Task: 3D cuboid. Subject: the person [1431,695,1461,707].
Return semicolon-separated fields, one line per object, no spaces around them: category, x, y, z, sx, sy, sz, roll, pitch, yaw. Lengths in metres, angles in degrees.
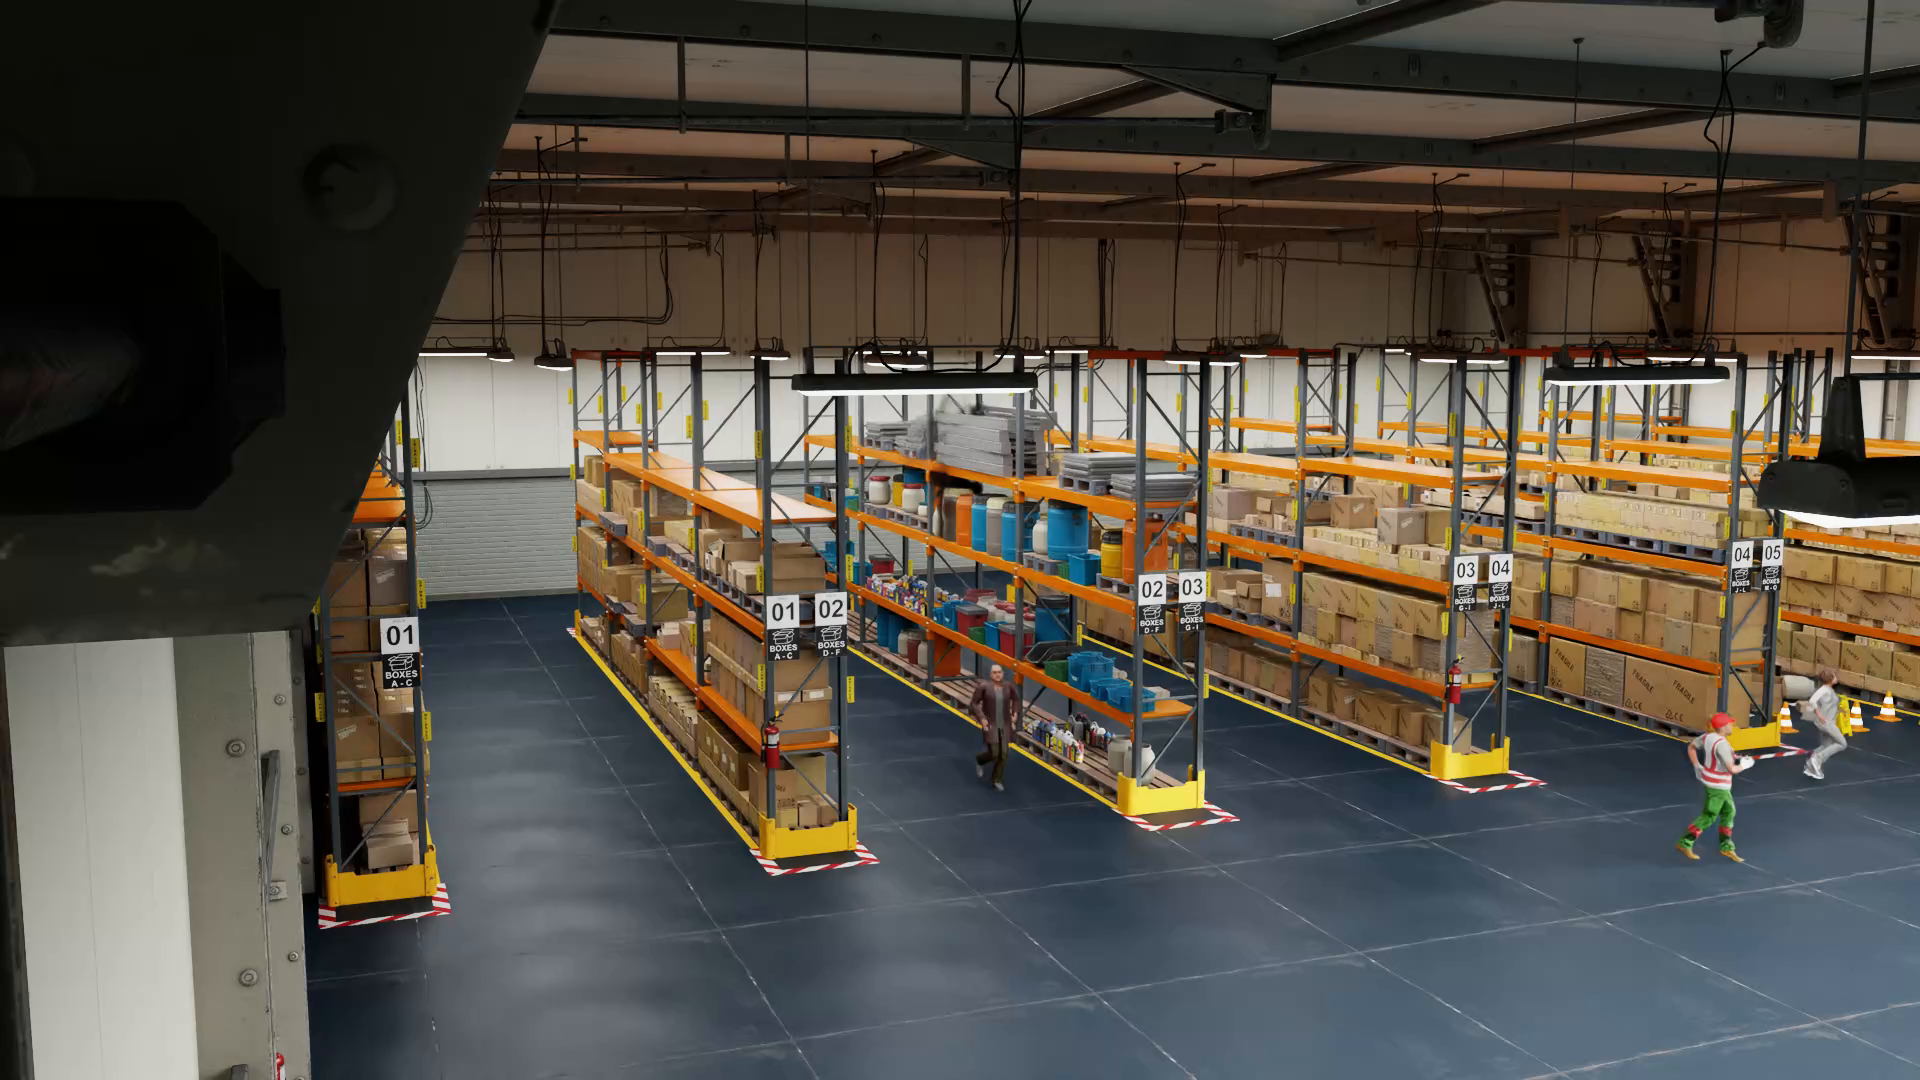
person;8.365;1.985;28.381;0.616;1.716;0.683;-4;8;-28

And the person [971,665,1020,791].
person;0.511;2.687;23.246;0.706;1.565;0.691;-2;7;-17

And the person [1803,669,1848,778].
person;12.356;2.624;23.700;0.534;1.560;0.527;3;8;25

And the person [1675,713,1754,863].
person;9.005;2.969;19.854;0.837;1.846;0.662;1;7;10
